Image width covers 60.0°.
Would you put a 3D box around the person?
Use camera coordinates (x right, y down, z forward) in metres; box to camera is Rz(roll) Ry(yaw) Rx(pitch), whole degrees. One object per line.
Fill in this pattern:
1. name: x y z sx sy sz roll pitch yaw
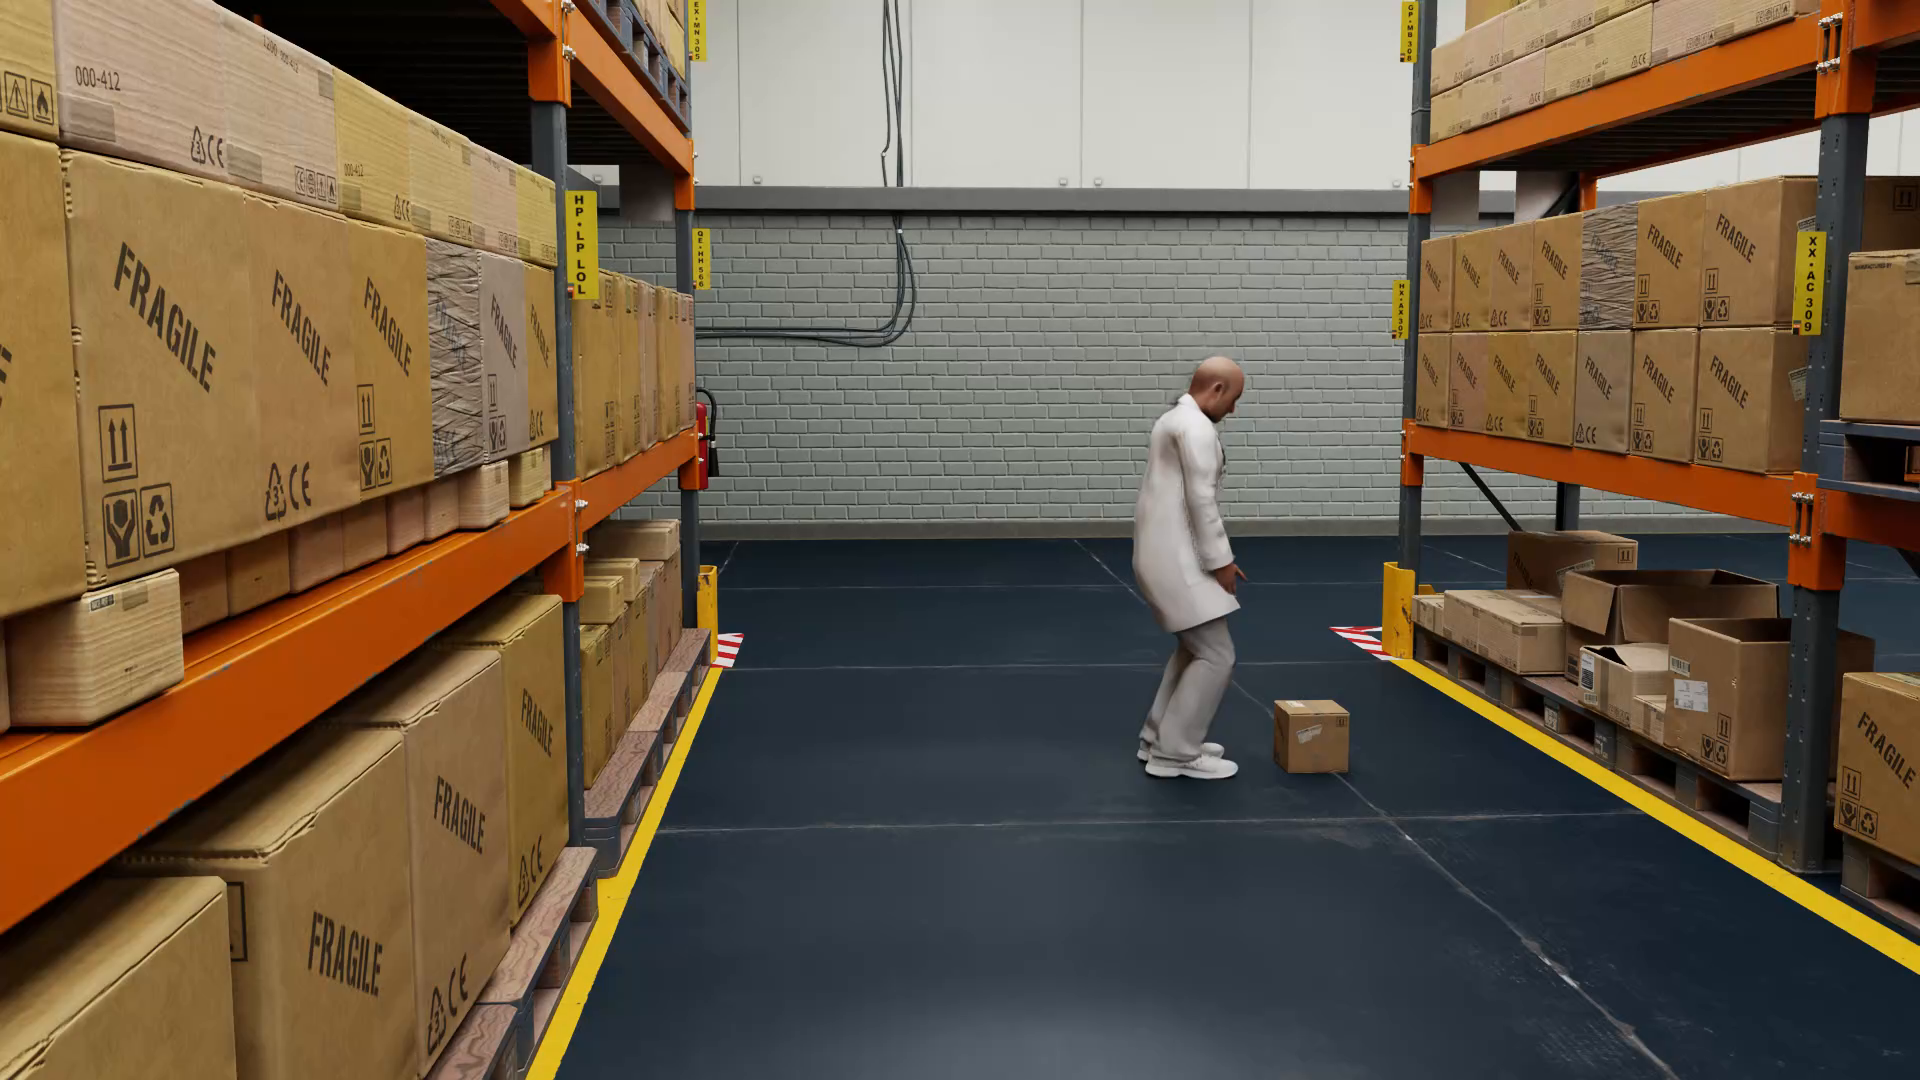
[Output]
1. person: 0.939 0.105 6.815 0.466 1.693 0.599 0 7 -2
